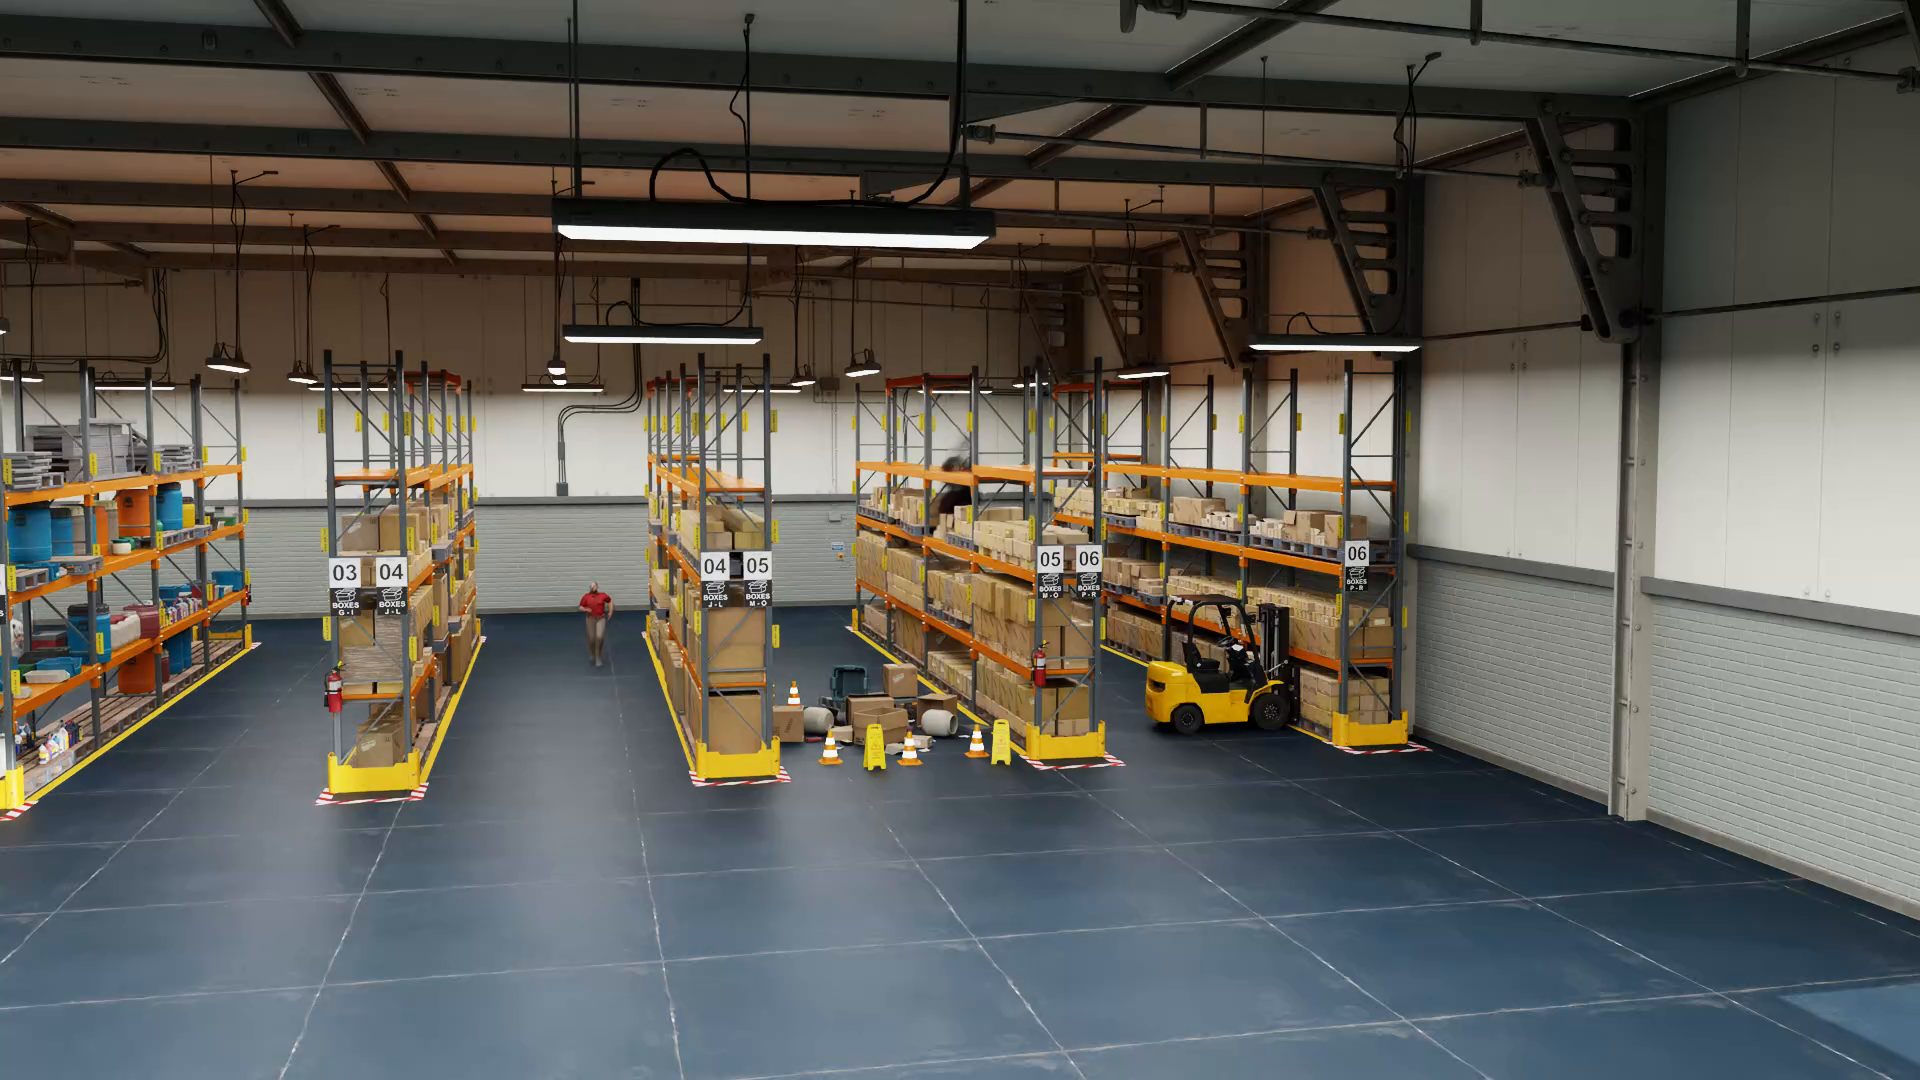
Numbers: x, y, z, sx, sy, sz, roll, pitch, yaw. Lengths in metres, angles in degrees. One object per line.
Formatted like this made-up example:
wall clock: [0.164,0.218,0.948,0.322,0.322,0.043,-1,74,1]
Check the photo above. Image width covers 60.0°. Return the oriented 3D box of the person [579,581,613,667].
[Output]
person: [-7.612,1.751,34.748,0.670,1.776,0.822,0,4,-6]

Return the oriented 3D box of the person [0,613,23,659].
person: [-17.646,2.043,30.785,0.592,1.629,0.575,-2,4,-25]
